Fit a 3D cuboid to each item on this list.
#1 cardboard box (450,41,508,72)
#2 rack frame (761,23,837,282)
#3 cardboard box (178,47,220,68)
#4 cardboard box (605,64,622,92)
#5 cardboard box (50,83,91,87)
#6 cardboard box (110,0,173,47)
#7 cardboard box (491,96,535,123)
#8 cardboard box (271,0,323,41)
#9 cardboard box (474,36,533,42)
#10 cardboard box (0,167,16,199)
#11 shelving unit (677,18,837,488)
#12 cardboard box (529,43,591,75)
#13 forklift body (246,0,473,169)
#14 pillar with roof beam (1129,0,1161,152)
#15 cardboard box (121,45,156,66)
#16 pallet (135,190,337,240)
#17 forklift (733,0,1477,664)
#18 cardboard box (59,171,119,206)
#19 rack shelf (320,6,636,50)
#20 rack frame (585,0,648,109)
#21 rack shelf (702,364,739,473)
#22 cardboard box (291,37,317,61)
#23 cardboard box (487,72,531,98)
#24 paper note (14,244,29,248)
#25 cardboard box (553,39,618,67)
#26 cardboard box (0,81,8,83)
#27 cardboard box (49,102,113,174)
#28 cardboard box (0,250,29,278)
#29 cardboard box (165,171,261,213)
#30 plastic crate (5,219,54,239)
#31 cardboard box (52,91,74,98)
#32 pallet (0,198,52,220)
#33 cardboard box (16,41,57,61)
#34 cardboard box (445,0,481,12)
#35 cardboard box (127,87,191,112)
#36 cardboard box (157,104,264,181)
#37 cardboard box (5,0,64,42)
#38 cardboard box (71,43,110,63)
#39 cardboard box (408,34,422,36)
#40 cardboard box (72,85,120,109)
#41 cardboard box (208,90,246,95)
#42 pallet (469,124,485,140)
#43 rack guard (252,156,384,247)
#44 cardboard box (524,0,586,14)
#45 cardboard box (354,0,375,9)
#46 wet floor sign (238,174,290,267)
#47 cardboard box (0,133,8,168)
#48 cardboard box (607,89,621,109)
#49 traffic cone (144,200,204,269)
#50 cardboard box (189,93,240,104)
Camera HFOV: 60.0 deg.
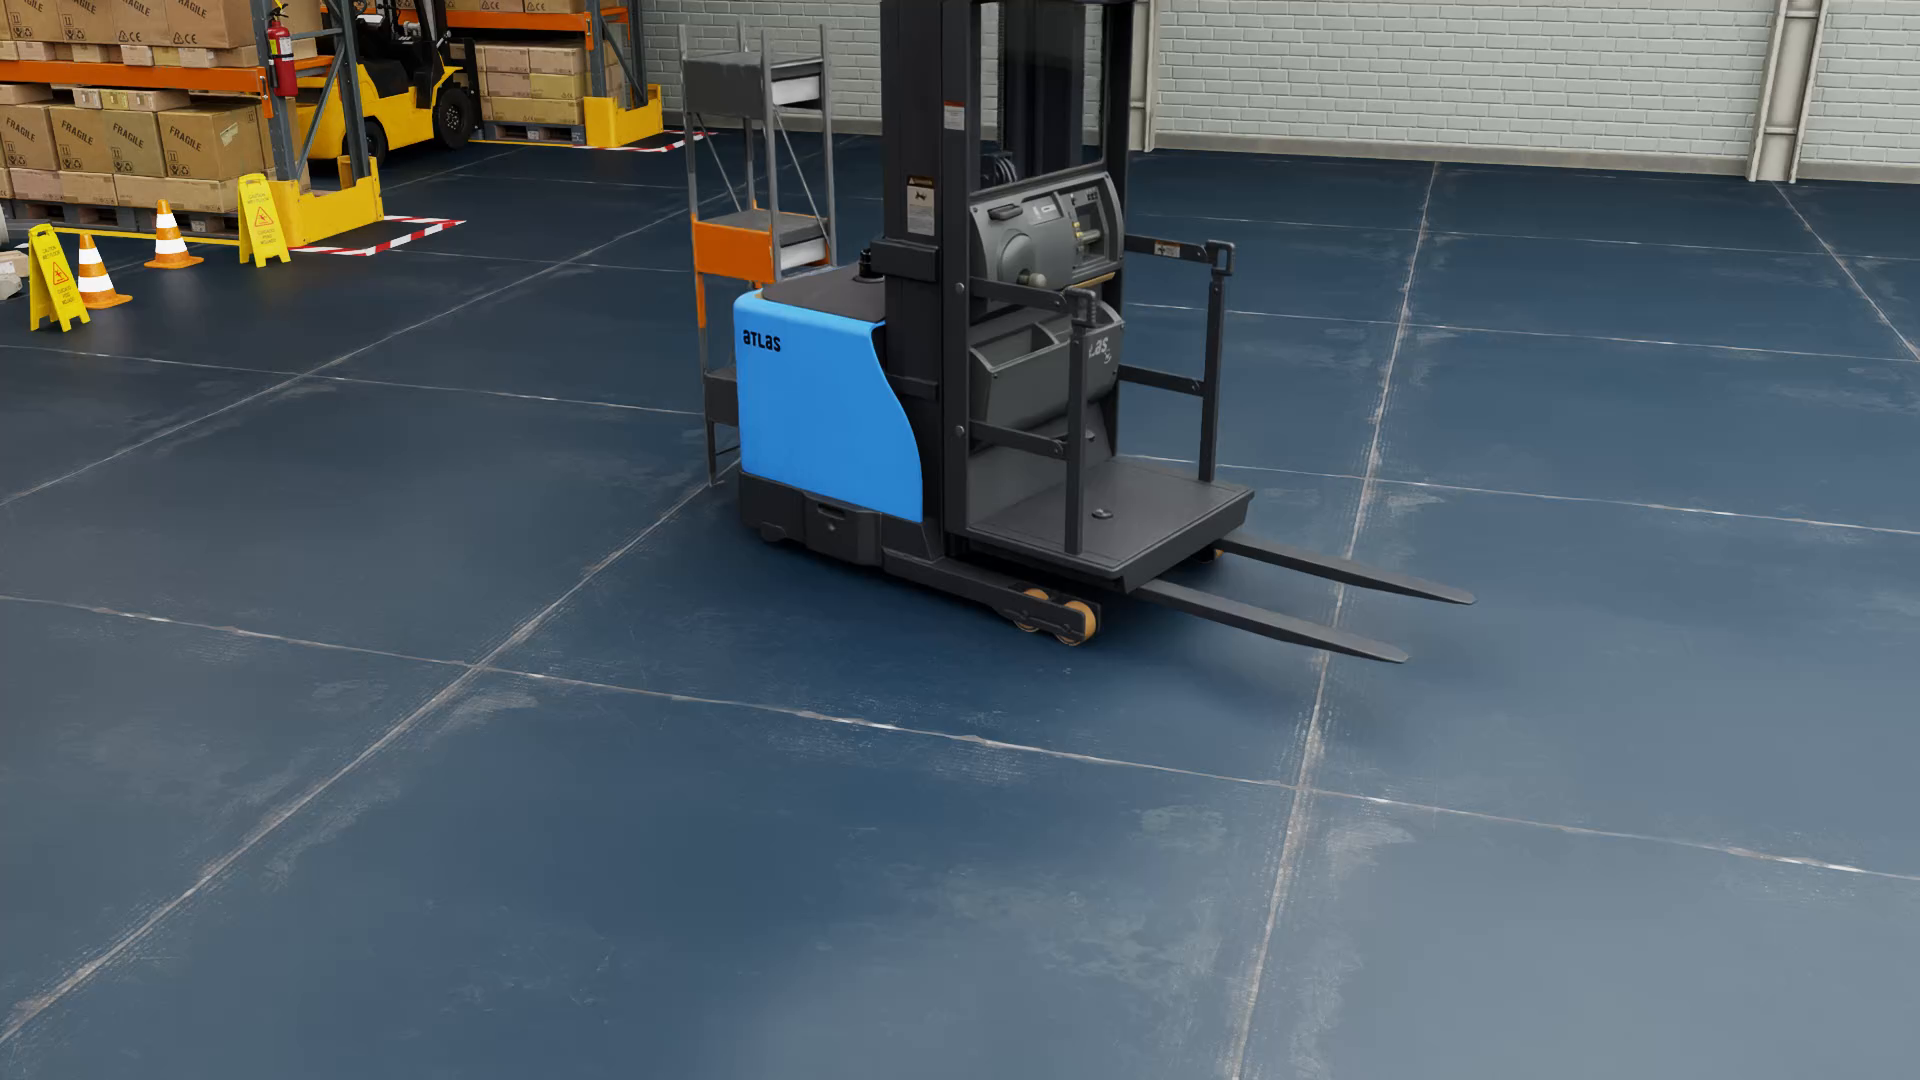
[{"bbox_3d":[-5.074,-5.077,17.446,0.500,0.250,0.500,7,23,16],"label":"cardboard box"},{"bbox_3d":[-0.681,-1.178,7.357,0.015,2.100,0.400,15,27,34],"label":"rack frame"},{"bbox_3d":[-5.691,-3.680,12.620,0.250,0.149,0.380,6,23,15],"label":"cardboard box"},{"bbox_3d":[-3.956,-4.930,17.747,0.500,0.250,0.500,7,23,16],"label":"cardboard box"},{"bbox_3d":[-10.004,-5.480,19.252,0.625,0.625,0.875,7,23,17],"label":"cardboard box"},{"bbox_3d":[-6.074,-4.045,12.656,0.500,0.500,0.500,7,23,16],"label":"cardboard box"},{"bbox_3d":[-4.581,-4.566,17.519,0.500,0.250,0.500,7,23,15],"label":"cardboard box"},{"bbox_3d":[-5.370,-4.182,12.989,0.500,0.500,0.500,6,23,15],"label":"cardboard box"},{"bbox_3d":[-4.927,-5.268,17.912,0.500,0.250,0.500,6,23,15],"label":"cardboard box"},{"bbox_3d":[-7.825,-2.989,13.674,0.500,0.250,0.500,8,24,19],"label":"cardboard box"},{"bbox_3d":[-0.877,-1.231,7.494,0.503,2.100,0.431,15,27,34],"label":"shelving unit"},{"bbox_3d":[-4.097,-4.971,17.189,0.500,0.250,0.500,7,23,17],"label":"cardboard box"},{"bbox_3d":[-5.909,-4.802,16.142,1.214,2.155,2.313,7,23,16],"label":"forklift body"},{"bbox_3d":[0.528,-6.607,11.519,0.400,9.000,9.100,7,23,16],"label":"pillar with roof beam"},{"bbox_3d":[-6.185,-3.733,12.749,0.250,0.149,0.380,7,23,16],"label":"cardboard box"},{"bbox_3d":[-5.837,-2.666,13.490,1.213,0.211,1.003,7,23,16],"label":"pallet"},{"bbox_3d":[0.513,-1.184,6.293,3.031,2.935,1.130,16,27,34],"label":"forklift"},{"bbox_3d":[-6.844,-2.873,13.392,0.500,0.250,0.500,6,23,14],"label":"cardboard box"},{"bbox_3d":[-5.481,-5.536,17.761,4.000,0.370,1.077,7,23,16],"label":"rack shelf"},{"bbox_3d":[-3.566,-5.649,17.090,0.127,3.000,1.000,7,23,16],"label":"rack frame"},{"bbox_3d":[-0.869,-0.568,7.759,0.480,0.518,0.431,15,27,34],"label":"rack shelf"},{"bbox_3d":[-5.262,-3.842,13.014,0.250,0.149,0.380,7,23,16],"label":"cardboard box"},{"bbox_3d":[-4.599,-4.801,17.434,0.500,0.250,0.500,6,23,15],"label":"cardboard box"},{"bbox_3d":[-7.153,-2.269,12.761,0.148,0.019,0.142,-1,22,-3],"label":"paper note"},{"bbox_3d":[-3.972,-5.155,17.638,0.500,0.250,0.500,6,23,15],"label":"cardboard box"},{"bbox_3d":[-7.744,-3.599,13.319,0.250,0.149,0.380,7,23,18],"label":"cardboard box"},{"bbox_3d":[-6.820,-3.221,13.253,0.500,0.500,0.500,6,23,14],"label":"cardboard box"},{"bbox_3d":[-6.834,-1.936,11.794,0.380,0.149,0.250,-20,29,-39],"label":"cardboard box"},{"bbox_3d":[-5.871,-2.761,13.118,0.500,0.250,0.500,6,23,15],"label":"cardboard box"},{"bbox_3d":[-7.560,-2.463,13.169,0.583,0.080,0.402,-1,22,-3],"label":"plastic crate"},{"bbox_3d":[-7.206,-3.475,13.871,0.500,0.500,0.500,8,24,18],"label":"cardboard box"},{"bbox_3d":[-8.173,-2.933,14.142,1.213,0.211,1.003,7,23,16],"label":"pallet"},{"bbox_3d":[-7.146,-3.856,13.048,0.250,0.149,0.380,6,23,15],"label":"cardboard box"},{"bbox_3d":[-5.098,-5.770,17.253,0.500,0.500,0.500,6,23,14],"label":"cardboard box"},{"bbox_3d":[-6.210,-3.424,12.891,0.250,0.149,0.380,7,23,17],"label":"cardboard box"},{"bbox_3d":[-5.839,-3.108,12.975,0.500,0.500,0.500,7,23,16],"label":"cardboard box"},{"bbox_3d":[-7.031,-4.164,12.945,0.500,0.500,0.500,7,23,16],"label":"cardboard box"},{"bbox_3d":[-6.661,-3.807,12.930,0.250,0.149,0.380,6,23,15],"label":"cardboard box"},{"bbox_3d":[-5.899,-5.378,18.182,0.500,0.250,0.500,7,23,16],"label":"cardboard box"},{"bbox_3d":[-6.701,-3.482,13.033,0.250,0.149,0.380,8,23,18],"label":"cardboard box"},{"bbox_3d":[-7.898,-5.237,18.659,0.625,0.625,0.875,8,24,18],"label":"cardboard box"},{"bbox_3d":[-5.475,-4.562,18.114,1.213,0.211,1.003,7,23,15],"label":"pallet"},{"bbox_3d":[-5.069,-2.697,13.187,0.348,0.500,1.175,7,23,16],"label":"rack guard"},{"bbox_3d":[-4.113,-5.654,16.970,0.500,0.500,0.500,6,23,14],"label":"cardboard box"},{"bbox_3d":[-6.058,-5.884,17.531,0.500,0.500,0.500,6,23,15],"label":"cardboard box"},{"bbox_3d":[-5.124,-2.347,12.140,0.232,0.644,0.267,16,27,34],"label":"wet floor sign"},{"bbox_3d":[-7.823,-3.336,13.532,0.500,0.500,0.500,8,23,18],"label":"cardboard box"},{"bbox_3d":[-3.980,-4.696,17.836,0.500,0.250,0.500,7,23,16],"label":"cardboard box"},{"bbox_3d":[-5.781,-2.250,12.146,0.334,0.463,0.336,7,23,16],"label":"traffic cone"},{"bbox_3d":[-6.214,-3.362,13.594,0.500,0.500,0.500,6,23,14],"label":"cardboard box"}]
